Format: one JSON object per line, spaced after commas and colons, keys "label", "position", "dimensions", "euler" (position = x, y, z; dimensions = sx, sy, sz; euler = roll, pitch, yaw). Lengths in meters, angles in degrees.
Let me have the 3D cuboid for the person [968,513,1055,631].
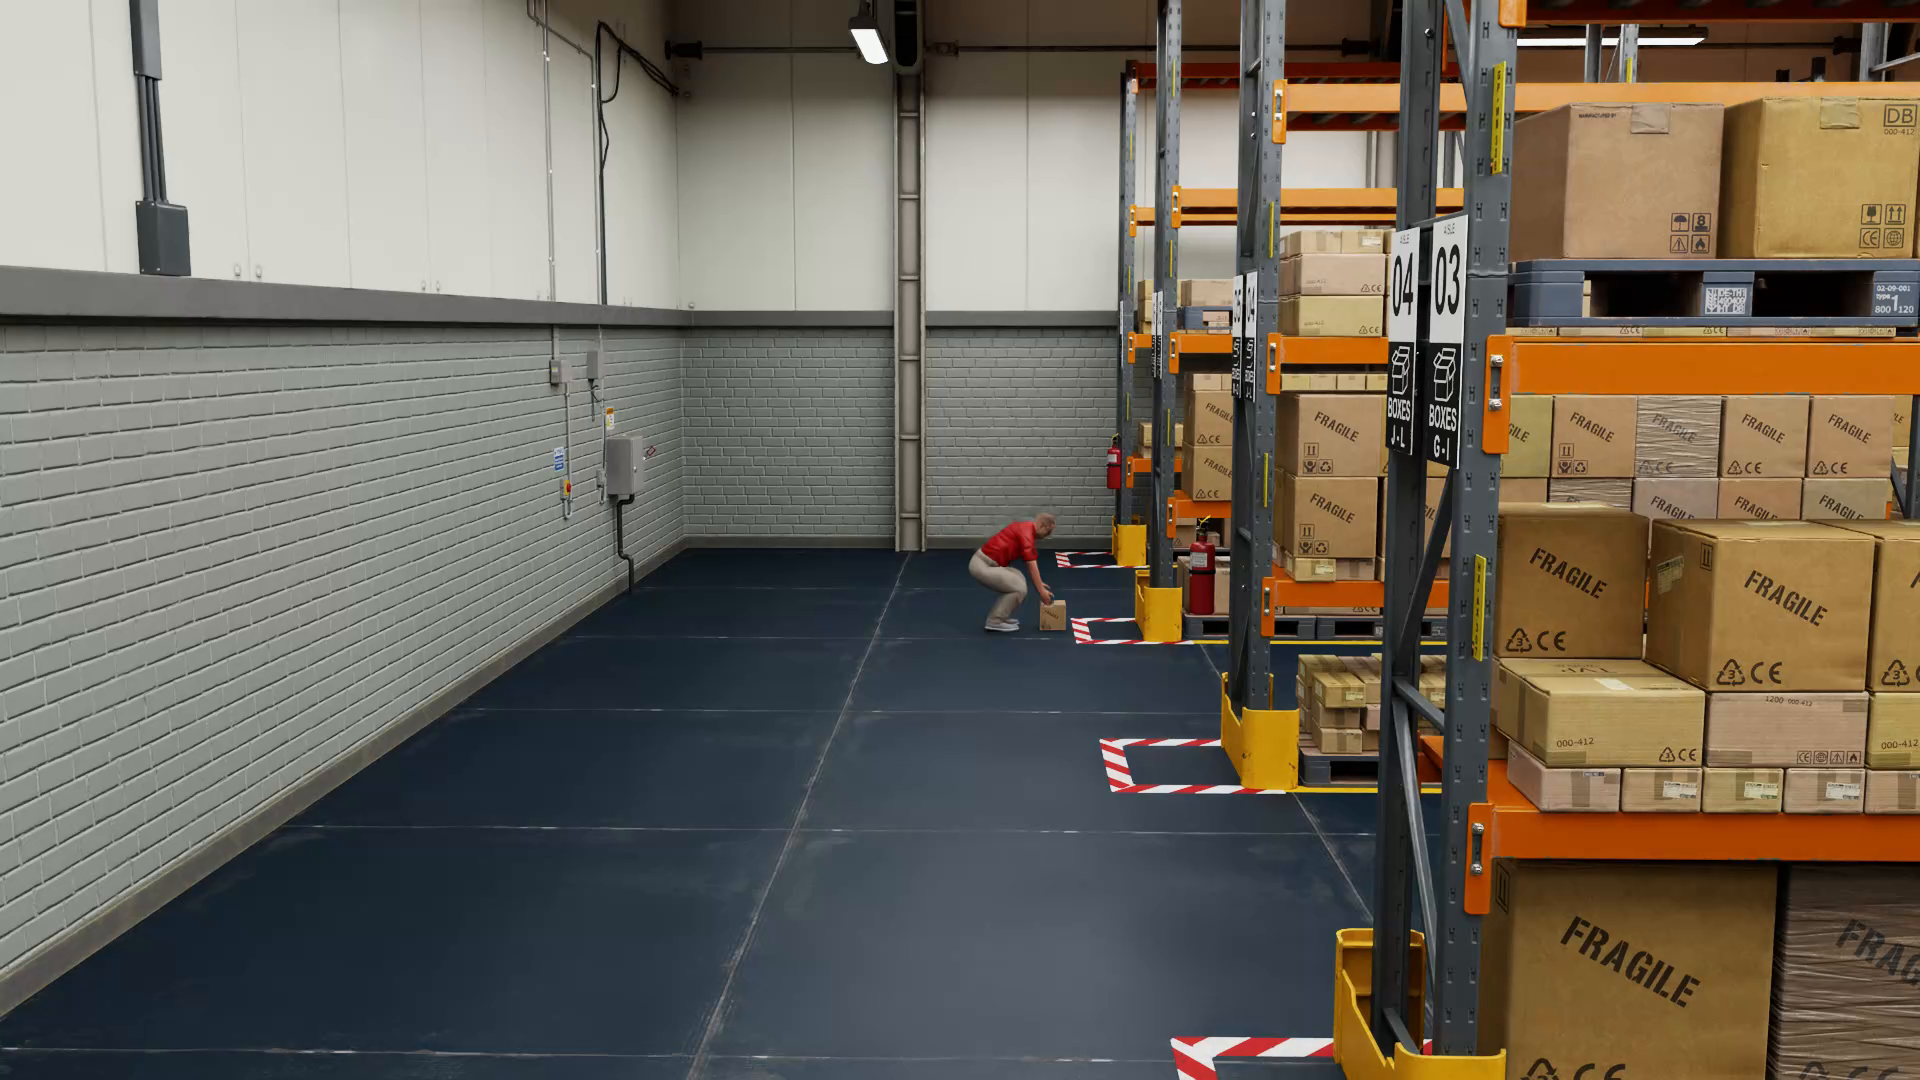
{"label": "person", "position": [0.554, 0.295, 15.971], "dimensions": [0.714, 1.114, 0.577], "euler": [0, 7, 1]}
